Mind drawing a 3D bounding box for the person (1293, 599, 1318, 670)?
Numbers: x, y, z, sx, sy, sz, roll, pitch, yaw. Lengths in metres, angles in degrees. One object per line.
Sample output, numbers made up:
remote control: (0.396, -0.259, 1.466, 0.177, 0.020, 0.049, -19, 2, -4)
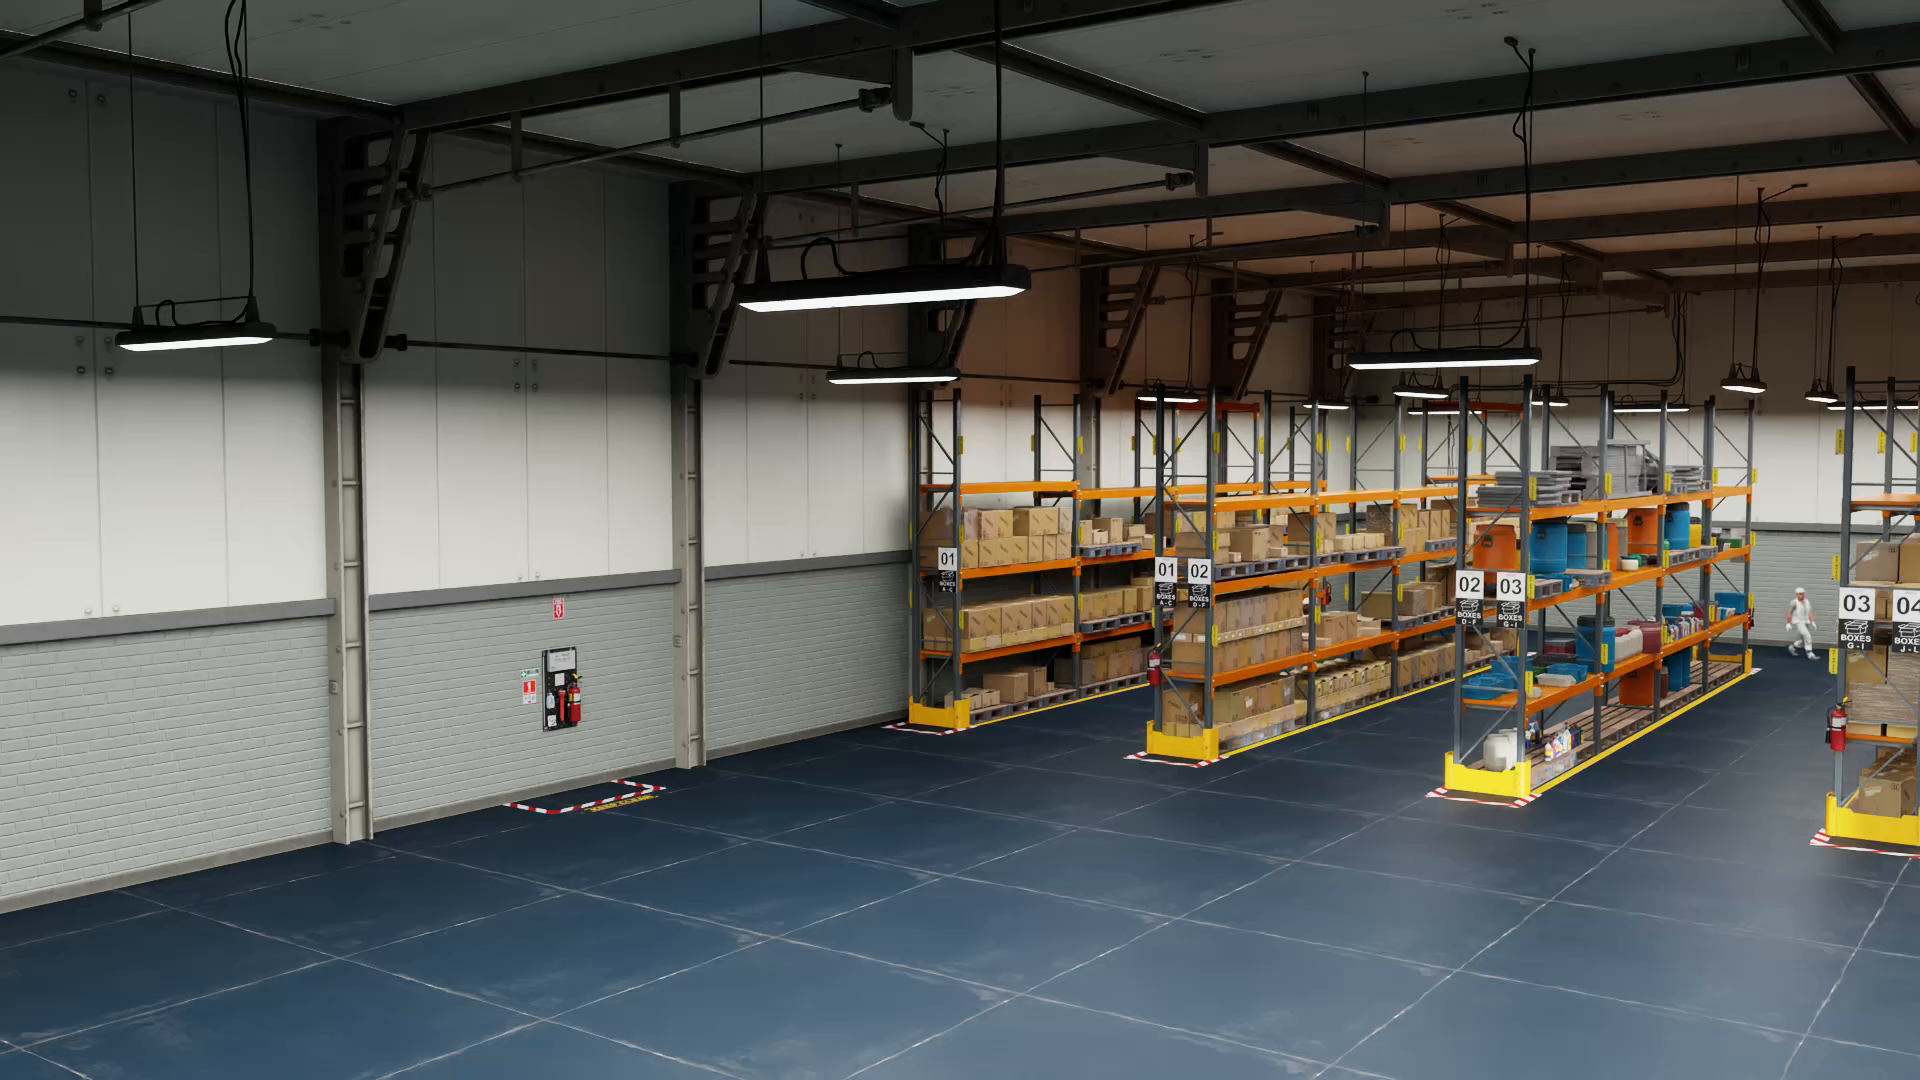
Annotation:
person: (7.338, 2.114, 35.421, 0.619, 1.707, 1.085, 2, 4, 36)

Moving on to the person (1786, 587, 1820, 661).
person: (19.707, 1.949, 38.880, 0.532, 1.679, 1.099, -1, 3, -16)
